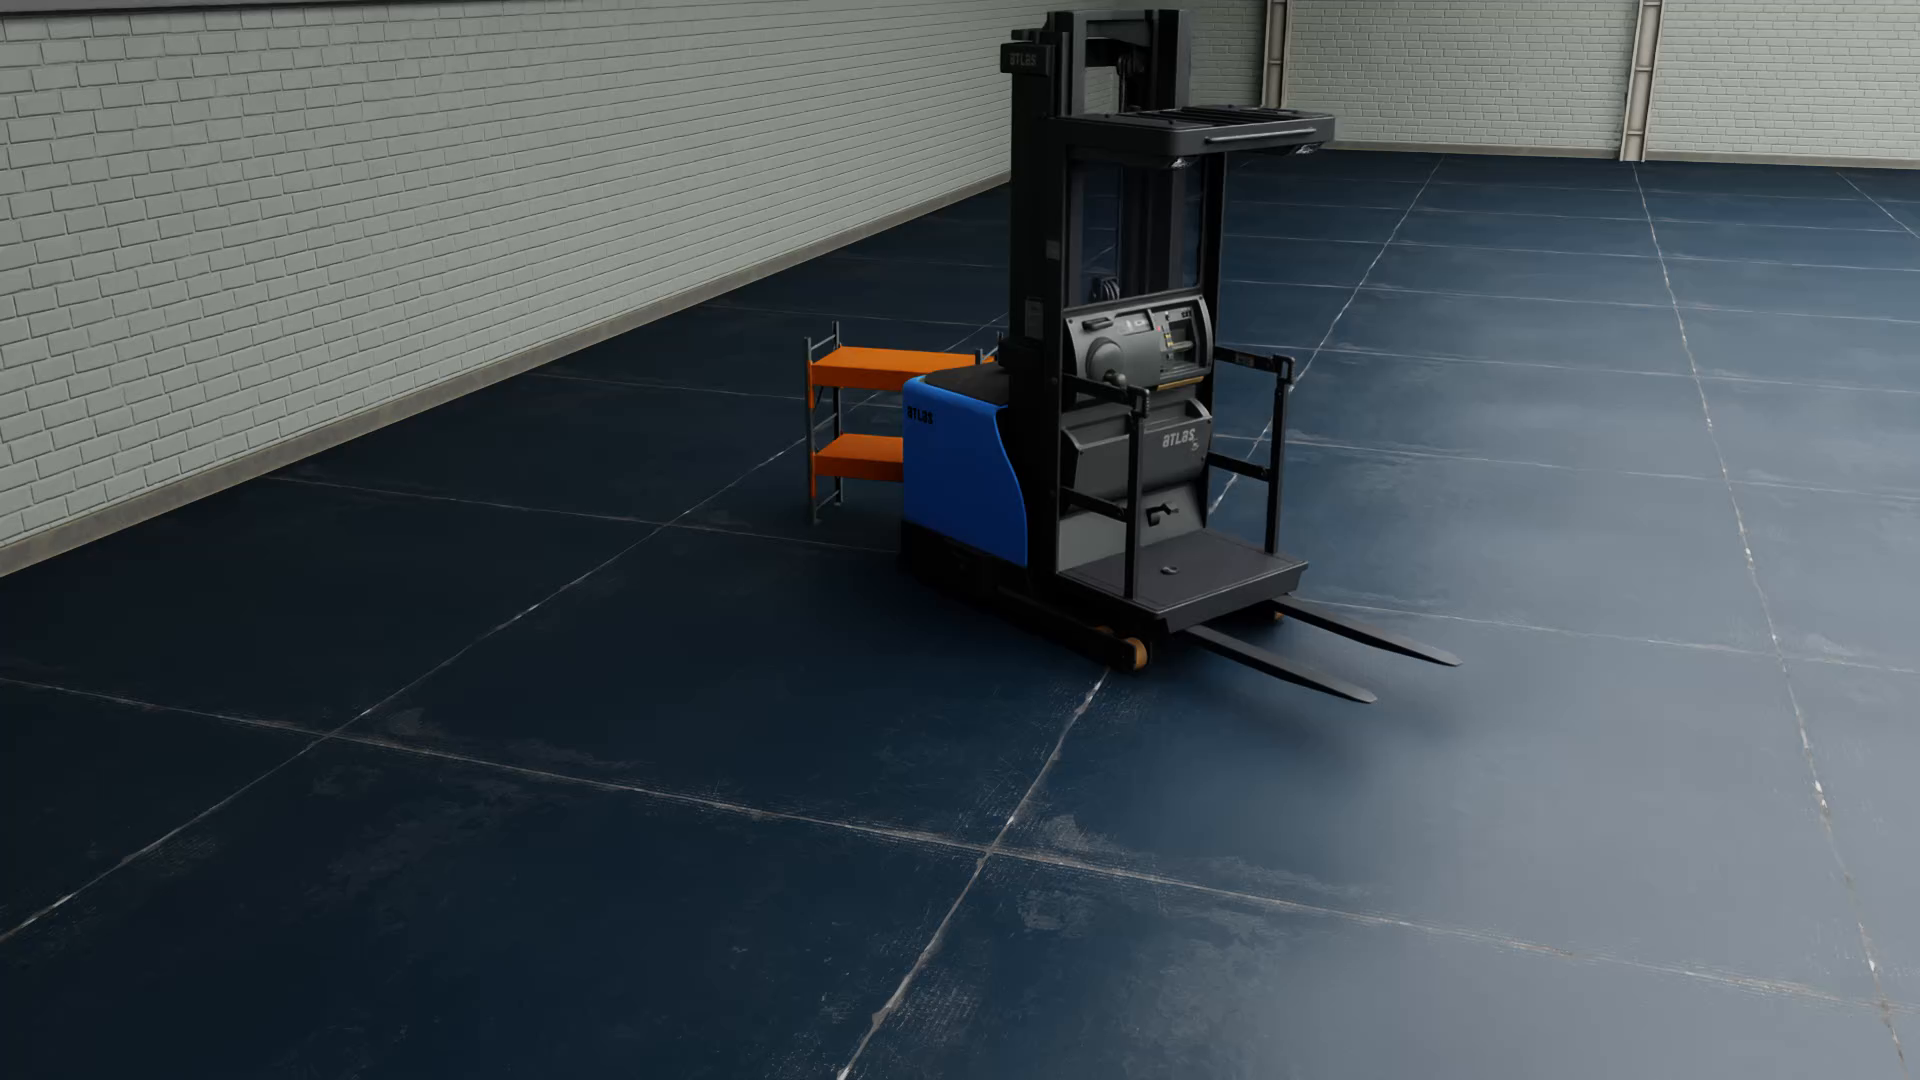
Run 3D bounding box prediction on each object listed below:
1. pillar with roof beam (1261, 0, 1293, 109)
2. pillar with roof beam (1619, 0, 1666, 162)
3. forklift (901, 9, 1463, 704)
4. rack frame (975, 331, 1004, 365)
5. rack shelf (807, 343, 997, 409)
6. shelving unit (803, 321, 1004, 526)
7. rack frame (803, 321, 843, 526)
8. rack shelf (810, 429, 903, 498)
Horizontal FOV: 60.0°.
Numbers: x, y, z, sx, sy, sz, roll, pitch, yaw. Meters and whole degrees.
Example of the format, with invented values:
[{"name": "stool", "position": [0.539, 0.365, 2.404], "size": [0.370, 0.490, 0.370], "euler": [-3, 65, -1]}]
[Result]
[{"name": "pillar with roof beam", "position": [4.133, -9.899, 24.303], "size": [0.400, 9.000, 9.100], "euler": [7, 20, 18]}, {"name": "pillar with roof beam", "position": [9.801, -9.251, 22.444], "size": [0.400, 9.000, 9.100], "euler": [7, 20, 18]}, {"name": "forklift", "position": [1.004, -0.947, 7.840], "size": [1.130, 2.935, 3.031], "euler": [-15, 24, -37]}, {"name": "rack frame", "position": [0.169, -0.598, 9.583], "size": [0.032, 1.125, 0.500], "euler": [6, 20, 15]}, {"name": "rack shelf", "position": [-0.319, -0.922, 9.623], "size": [1.000, 0.278, 0.538], "euler": [6, 20, 15]}, {"name": "shelving unit", "position": [-0.319, -0.645, 9.719], "size": [1.048, 1.125, 0.538], "euler": [6, 20, 15]}, {"name": "rack frame", "position": [-0.807, -0.693, 9.855], "size": [0.032, 1.125, 0.500], "euler": [6, 20, 15]}, {"name": "rack shelf", "position": [-0.319, -0.415, 9.799], "size": [1.000, 0.278, 0.538], "euler": [6, 20, 15]}]
